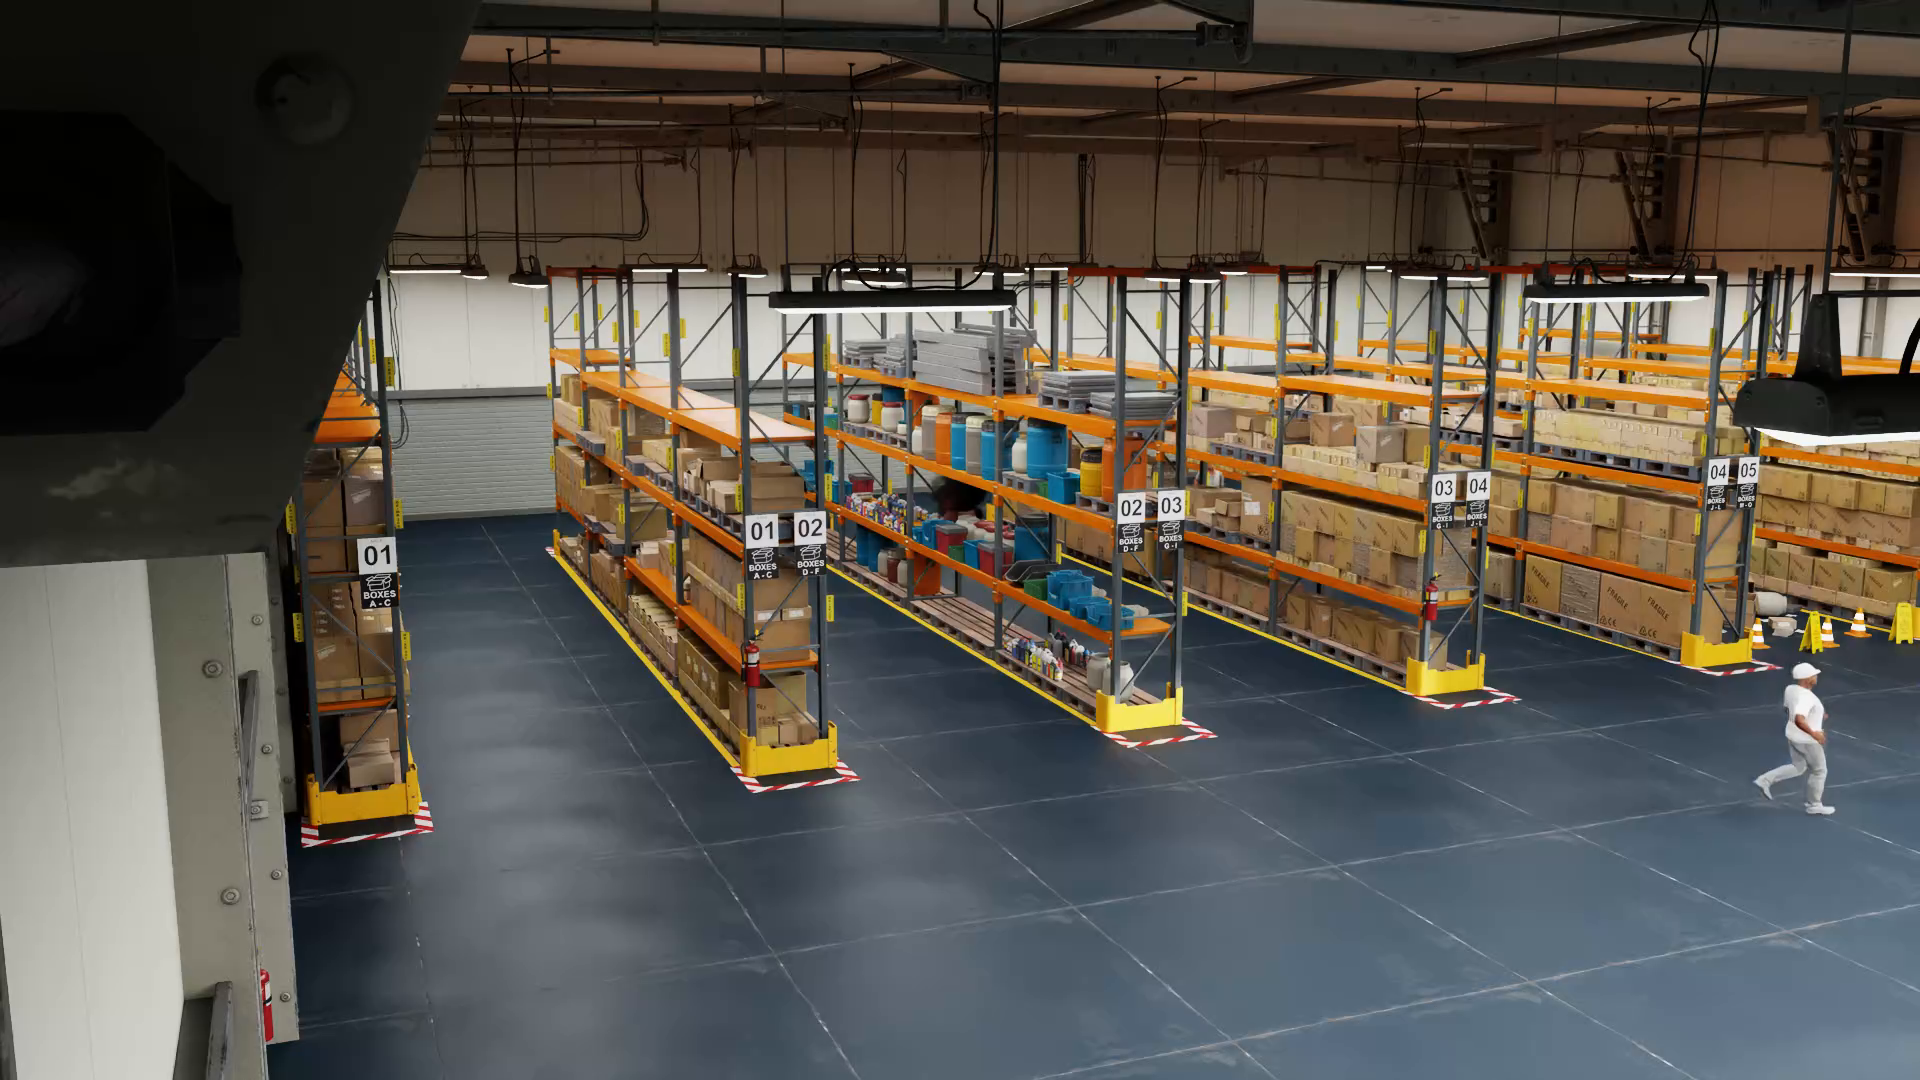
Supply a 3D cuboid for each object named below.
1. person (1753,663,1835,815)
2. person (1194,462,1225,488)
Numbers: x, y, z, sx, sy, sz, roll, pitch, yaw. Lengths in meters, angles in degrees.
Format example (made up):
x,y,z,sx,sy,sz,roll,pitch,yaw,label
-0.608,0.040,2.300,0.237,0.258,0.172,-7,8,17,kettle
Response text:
x,y,z,sx,sy,sz,roll,pitch,yaw,label
9.502,2.241,18.793,0.862,1.741,0.714,1,10,5,person
5.537,-0.909,36.661,0.628,1.818,0.908,-3,10,-16,person
